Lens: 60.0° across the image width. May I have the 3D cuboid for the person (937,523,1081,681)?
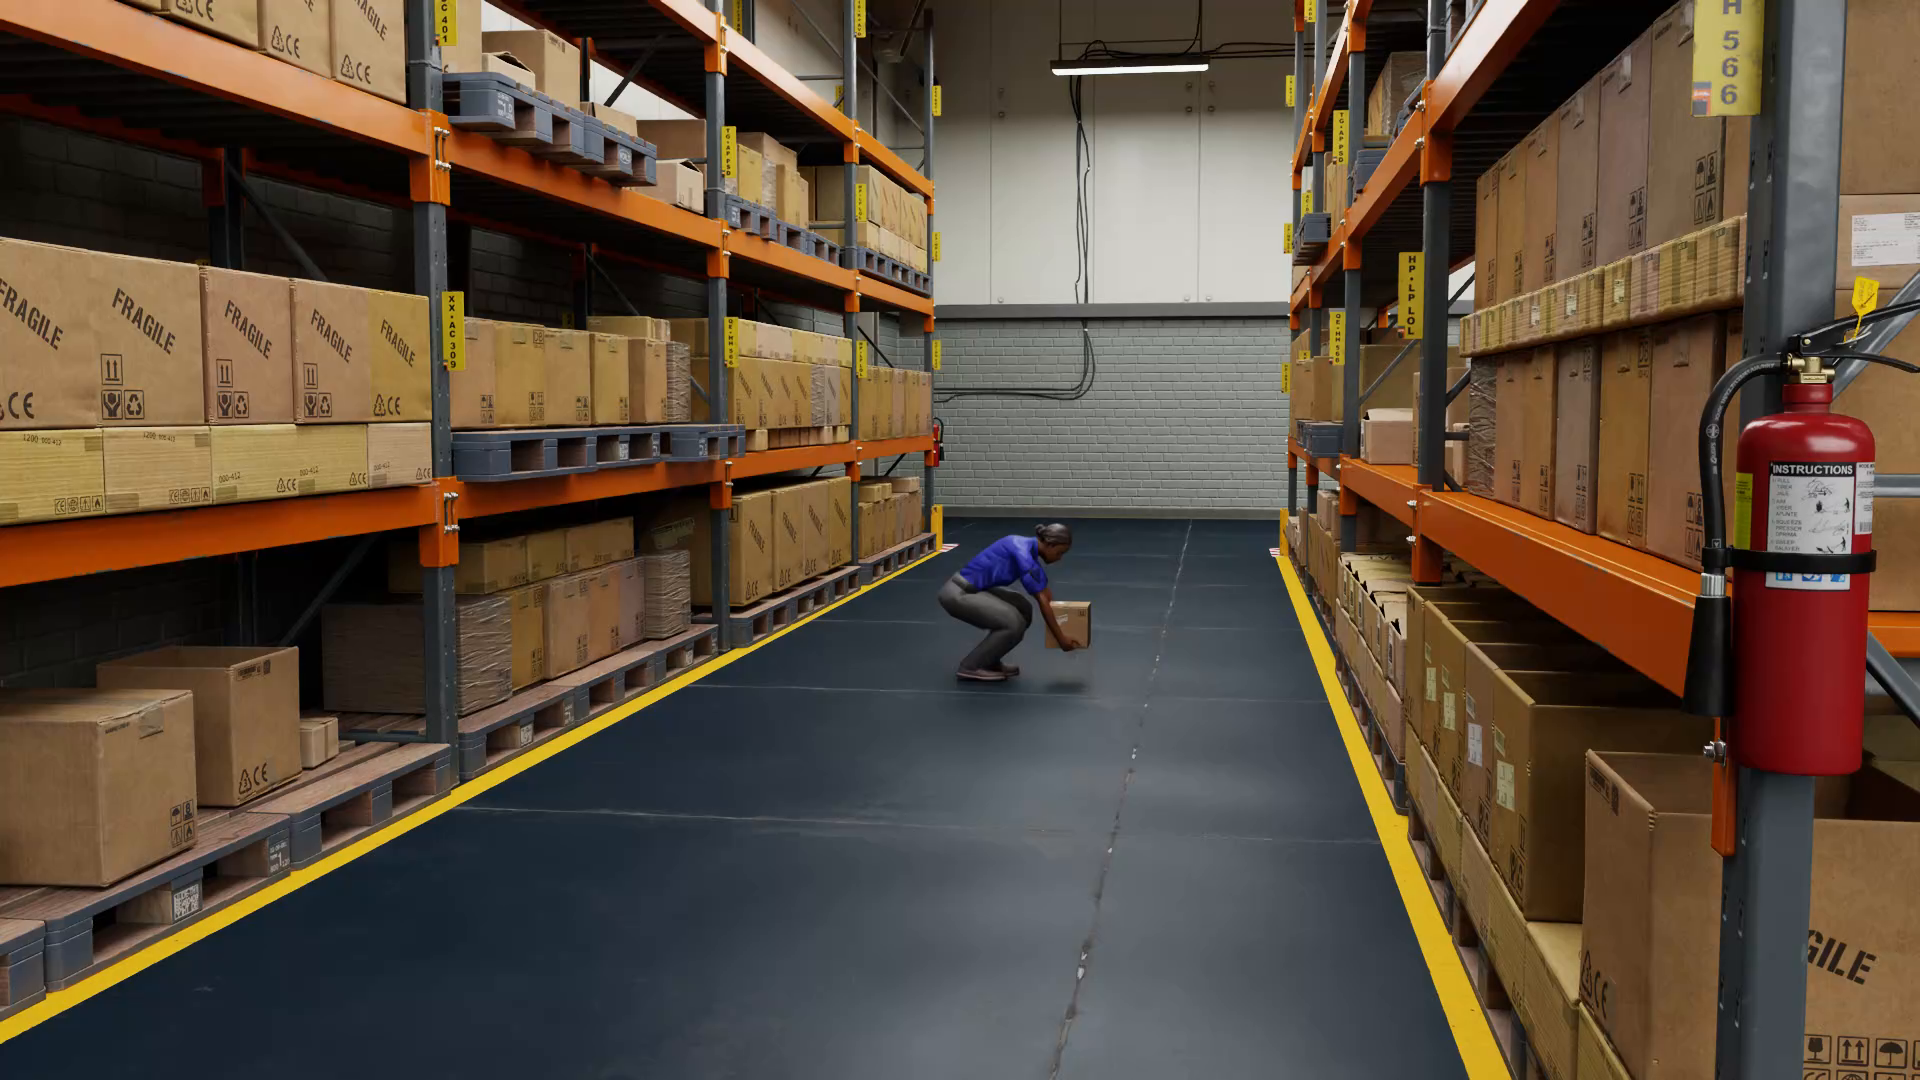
[{"bbox_3d":[0.306,0.368,9.950,0.868,0.934,0.452,1,5,7],"label":"person"}]
